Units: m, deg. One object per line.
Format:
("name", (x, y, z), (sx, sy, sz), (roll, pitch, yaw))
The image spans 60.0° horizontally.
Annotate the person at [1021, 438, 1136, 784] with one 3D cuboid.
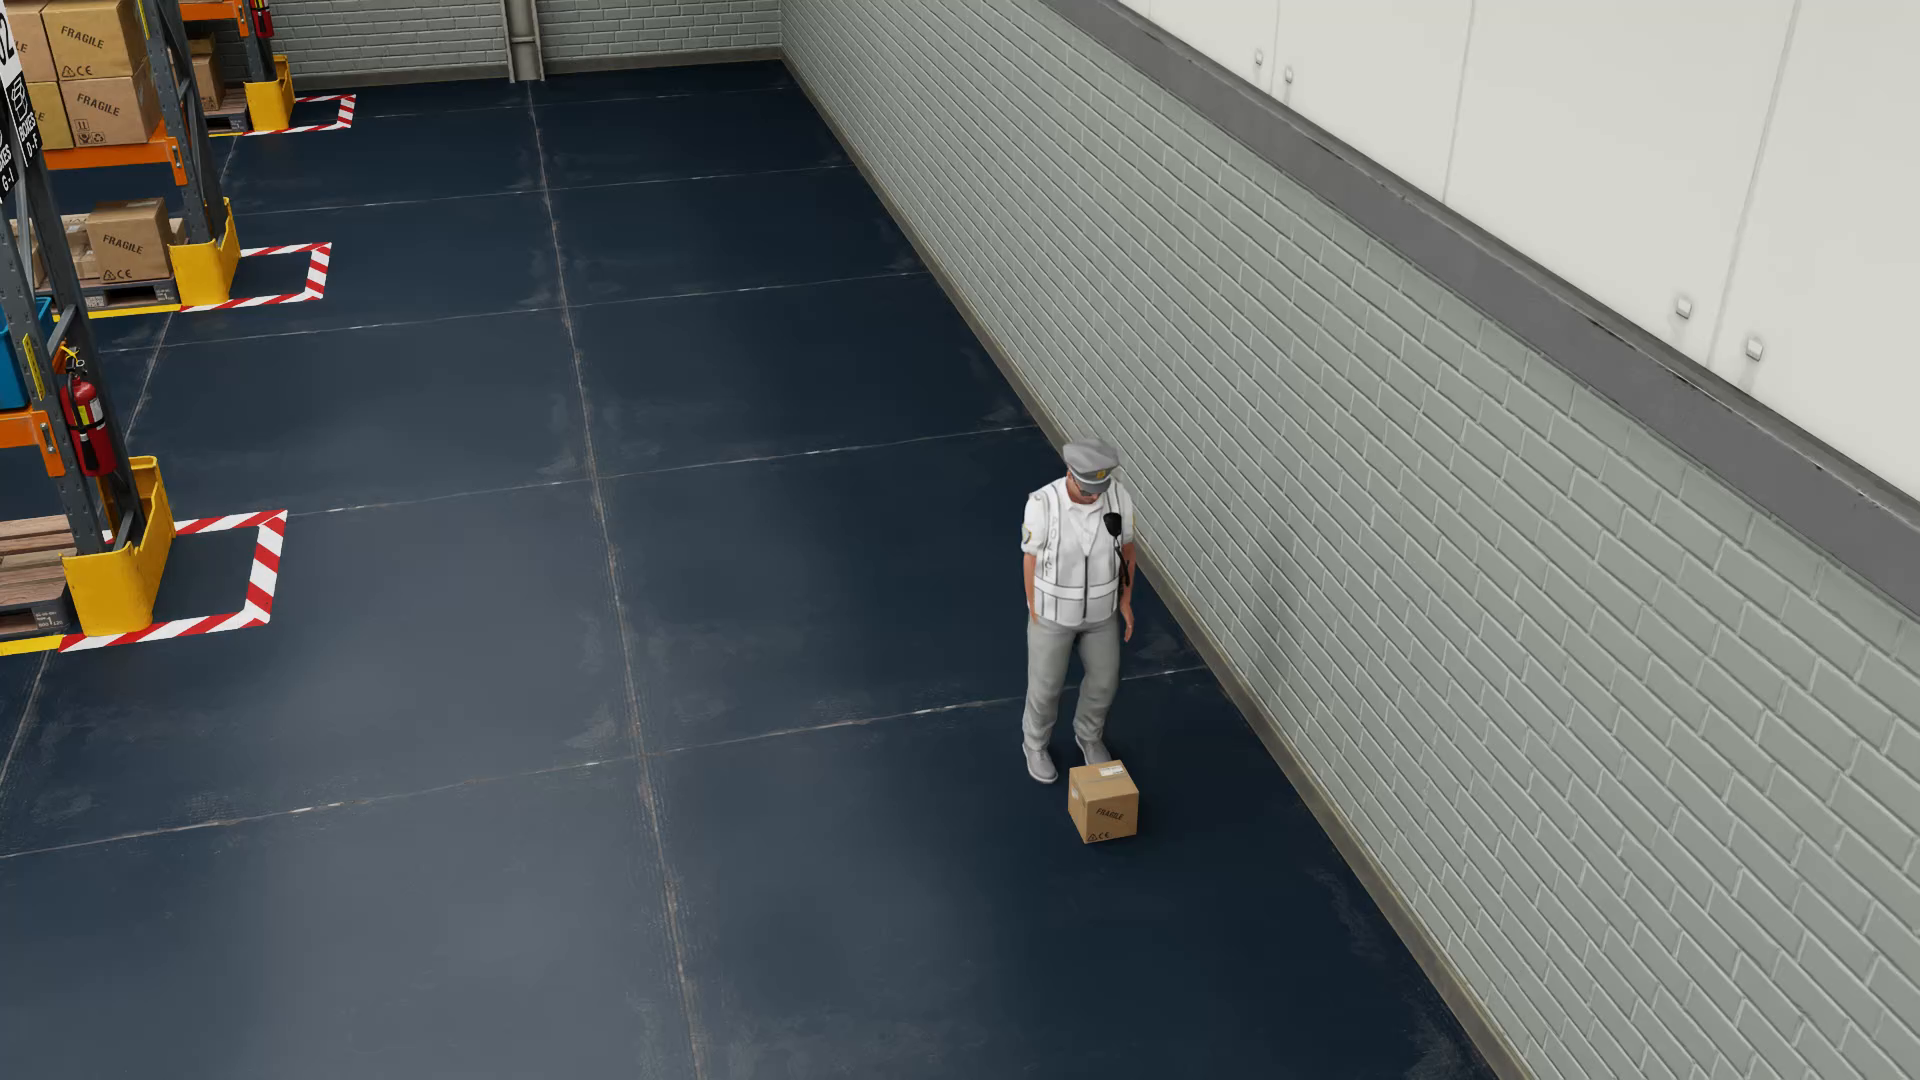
("person", (0.548, 0.315, 7.721), (0.538, 1.733, 0.392), (-7, 31, -12))
